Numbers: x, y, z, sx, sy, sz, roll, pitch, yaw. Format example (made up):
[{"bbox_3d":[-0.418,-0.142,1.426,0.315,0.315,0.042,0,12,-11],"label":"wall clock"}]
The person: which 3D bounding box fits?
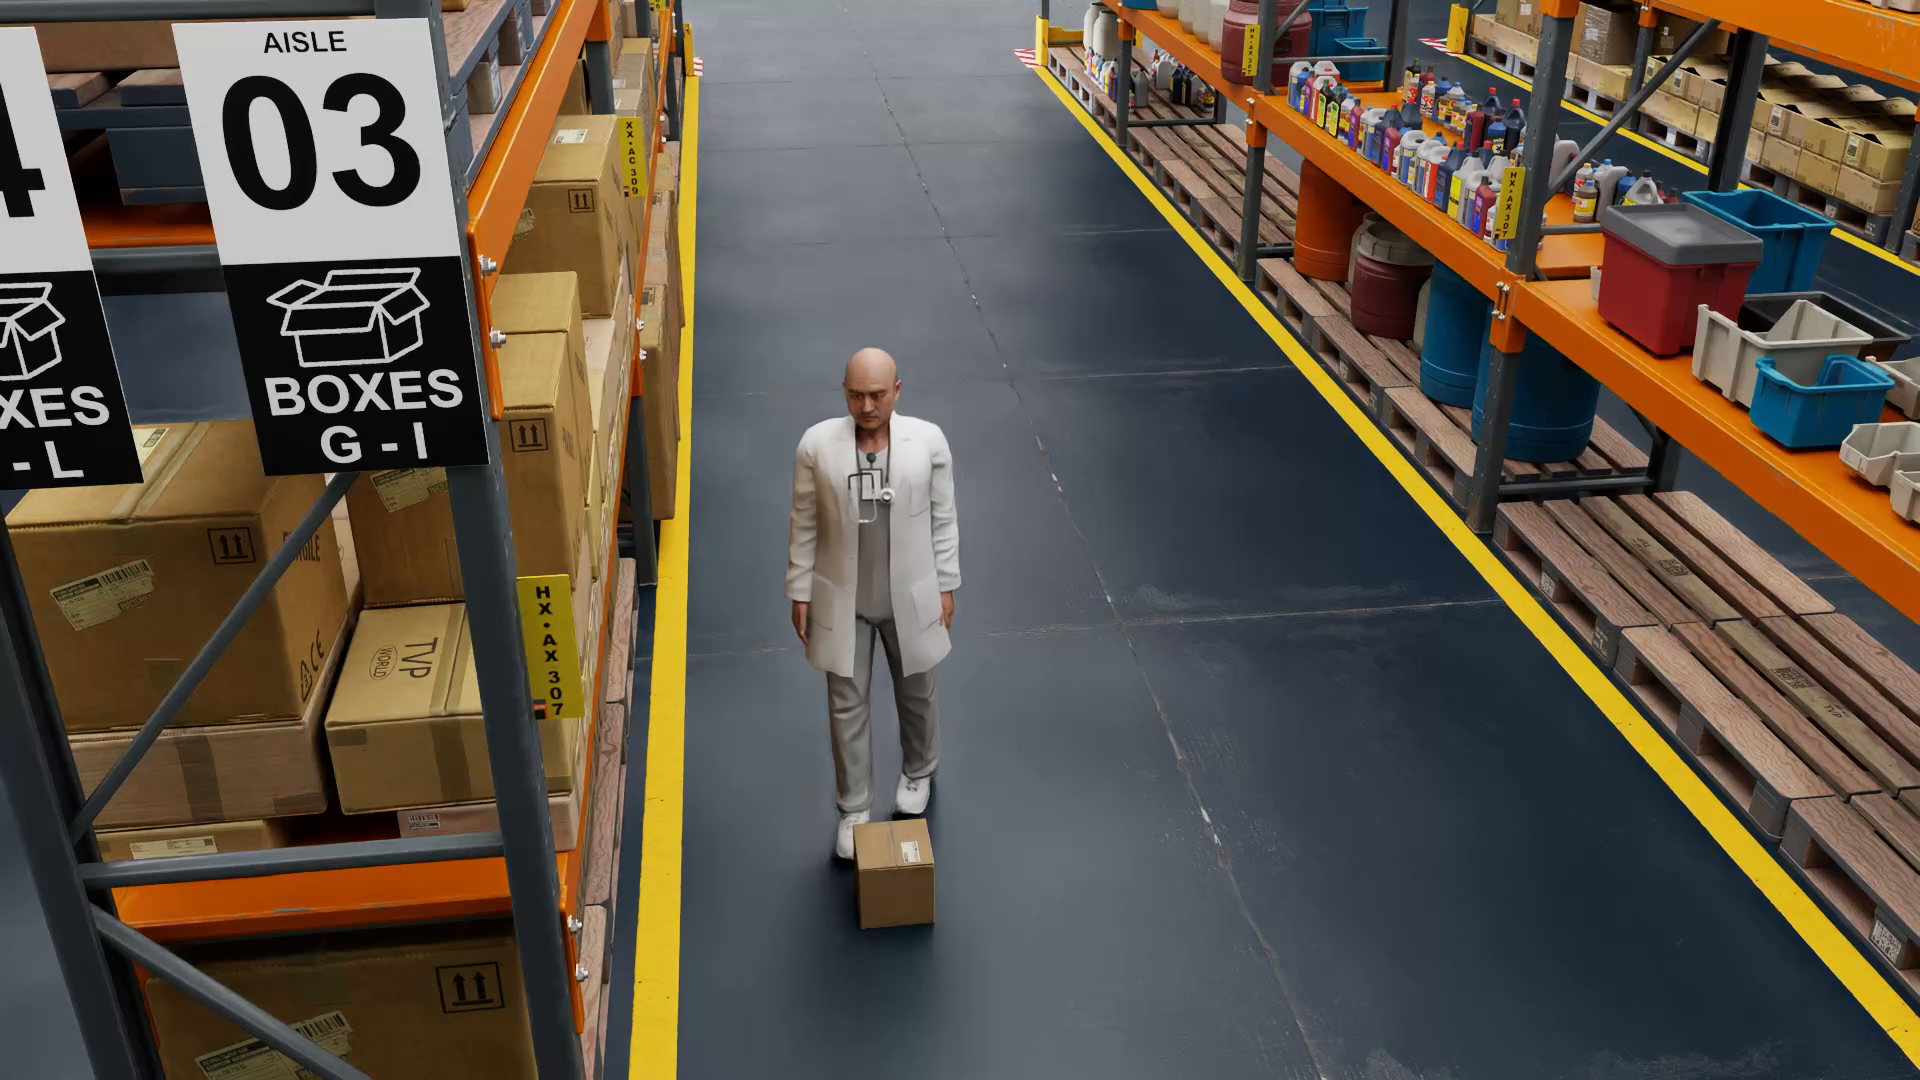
[{"bbox_3d":[-0.300,0.219,5.706,0.611,1.802,0.652,-1,27,-1],"label":"person"}]
